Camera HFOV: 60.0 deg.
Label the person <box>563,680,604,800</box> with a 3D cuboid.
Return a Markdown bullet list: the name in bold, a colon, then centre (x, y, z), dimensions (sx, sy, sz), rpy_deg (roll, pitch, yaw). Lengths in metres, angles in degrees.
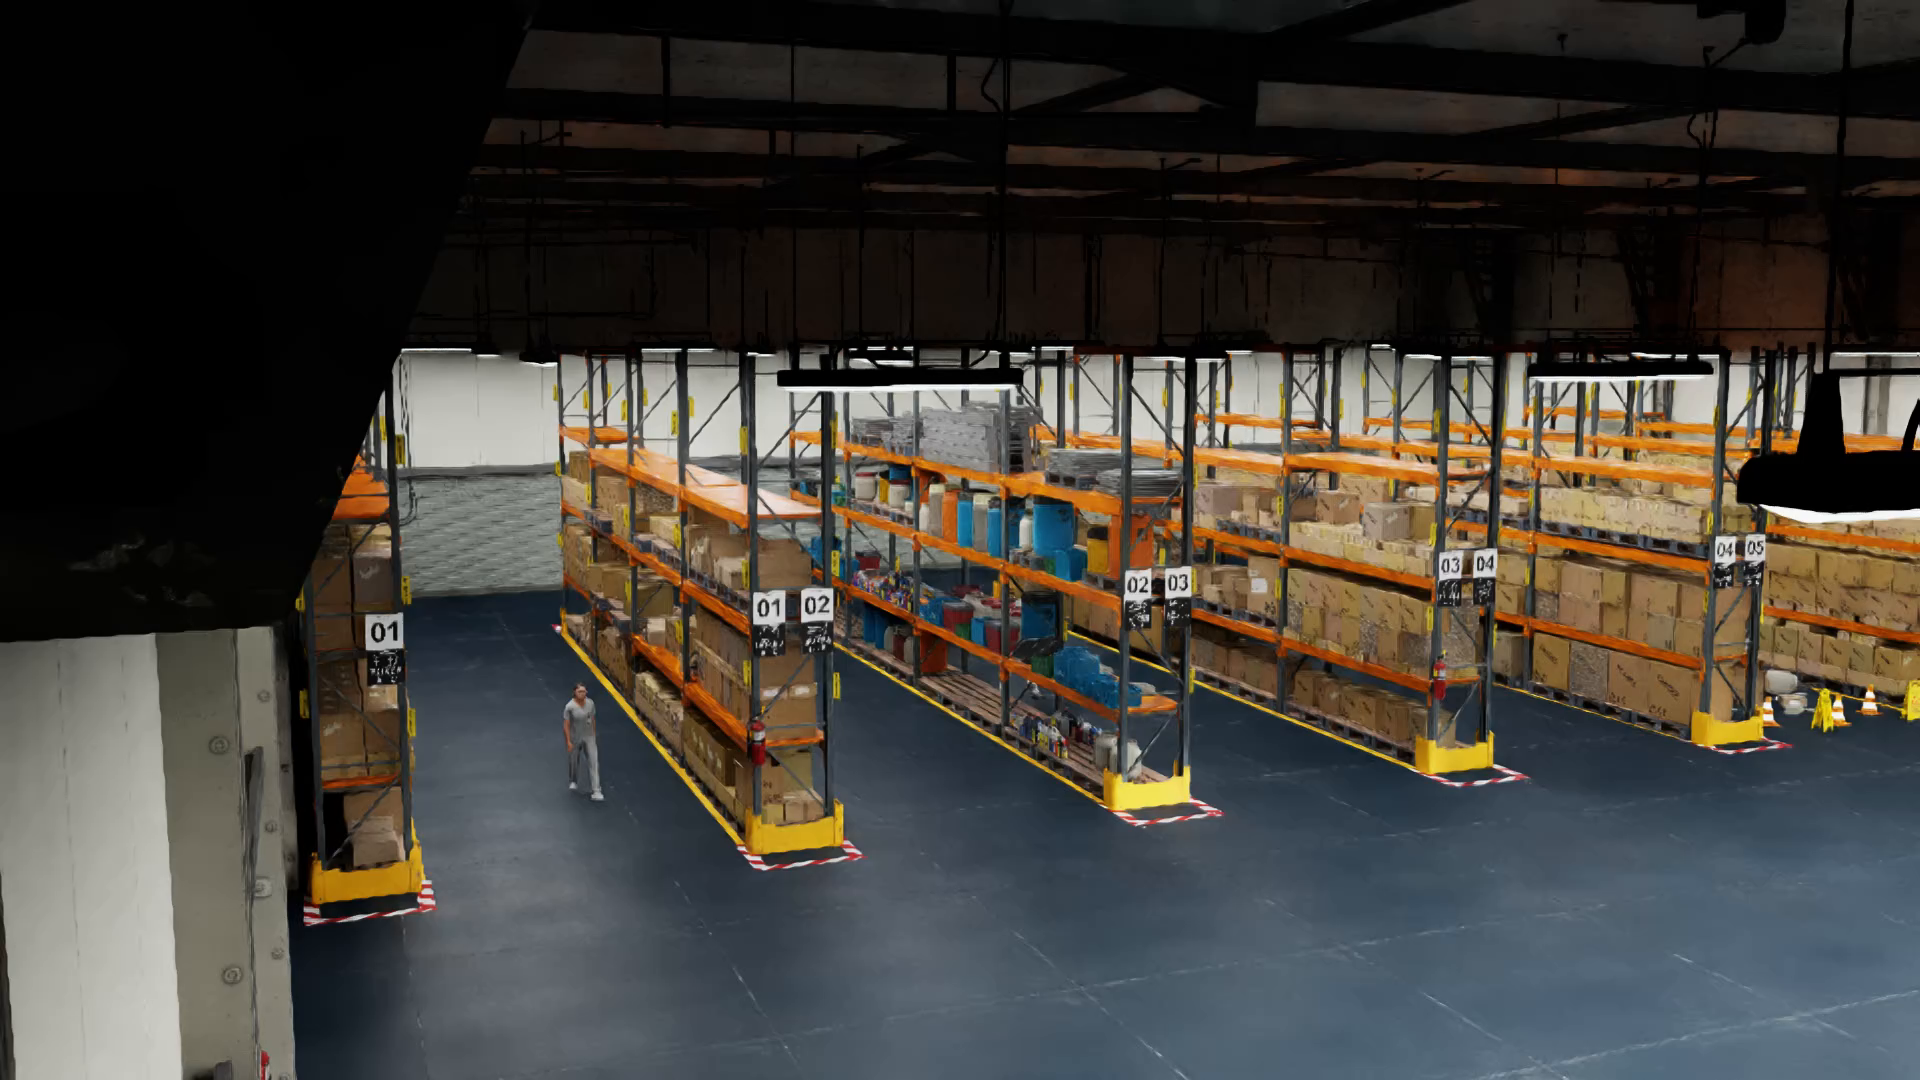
- **person**: centre (-5.128, 2.672, 22.484), dimensions (0.448, 1.586, 1.099), rpy_deg (-3, 8, -23)

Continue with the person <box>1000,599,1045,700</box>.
- **person**: centre (1.025, 1.856, 28.433), dimensions (0.528, 1.727, 1.030), rpy_deg (-4, 8, -29)

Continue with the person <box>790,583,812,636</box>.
- **person**: centre (-3.270, 1.308, 33.102), dimensions (0.719, 1.679, 0.543), rpy_deg (-3, 8, -22)

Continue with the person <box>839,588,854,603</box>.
- **person**: centre (-2.844, 0.701, 38.213), dimensions (0.616, 1.556, 0.609), rpy_deg (4, 8, 29)
